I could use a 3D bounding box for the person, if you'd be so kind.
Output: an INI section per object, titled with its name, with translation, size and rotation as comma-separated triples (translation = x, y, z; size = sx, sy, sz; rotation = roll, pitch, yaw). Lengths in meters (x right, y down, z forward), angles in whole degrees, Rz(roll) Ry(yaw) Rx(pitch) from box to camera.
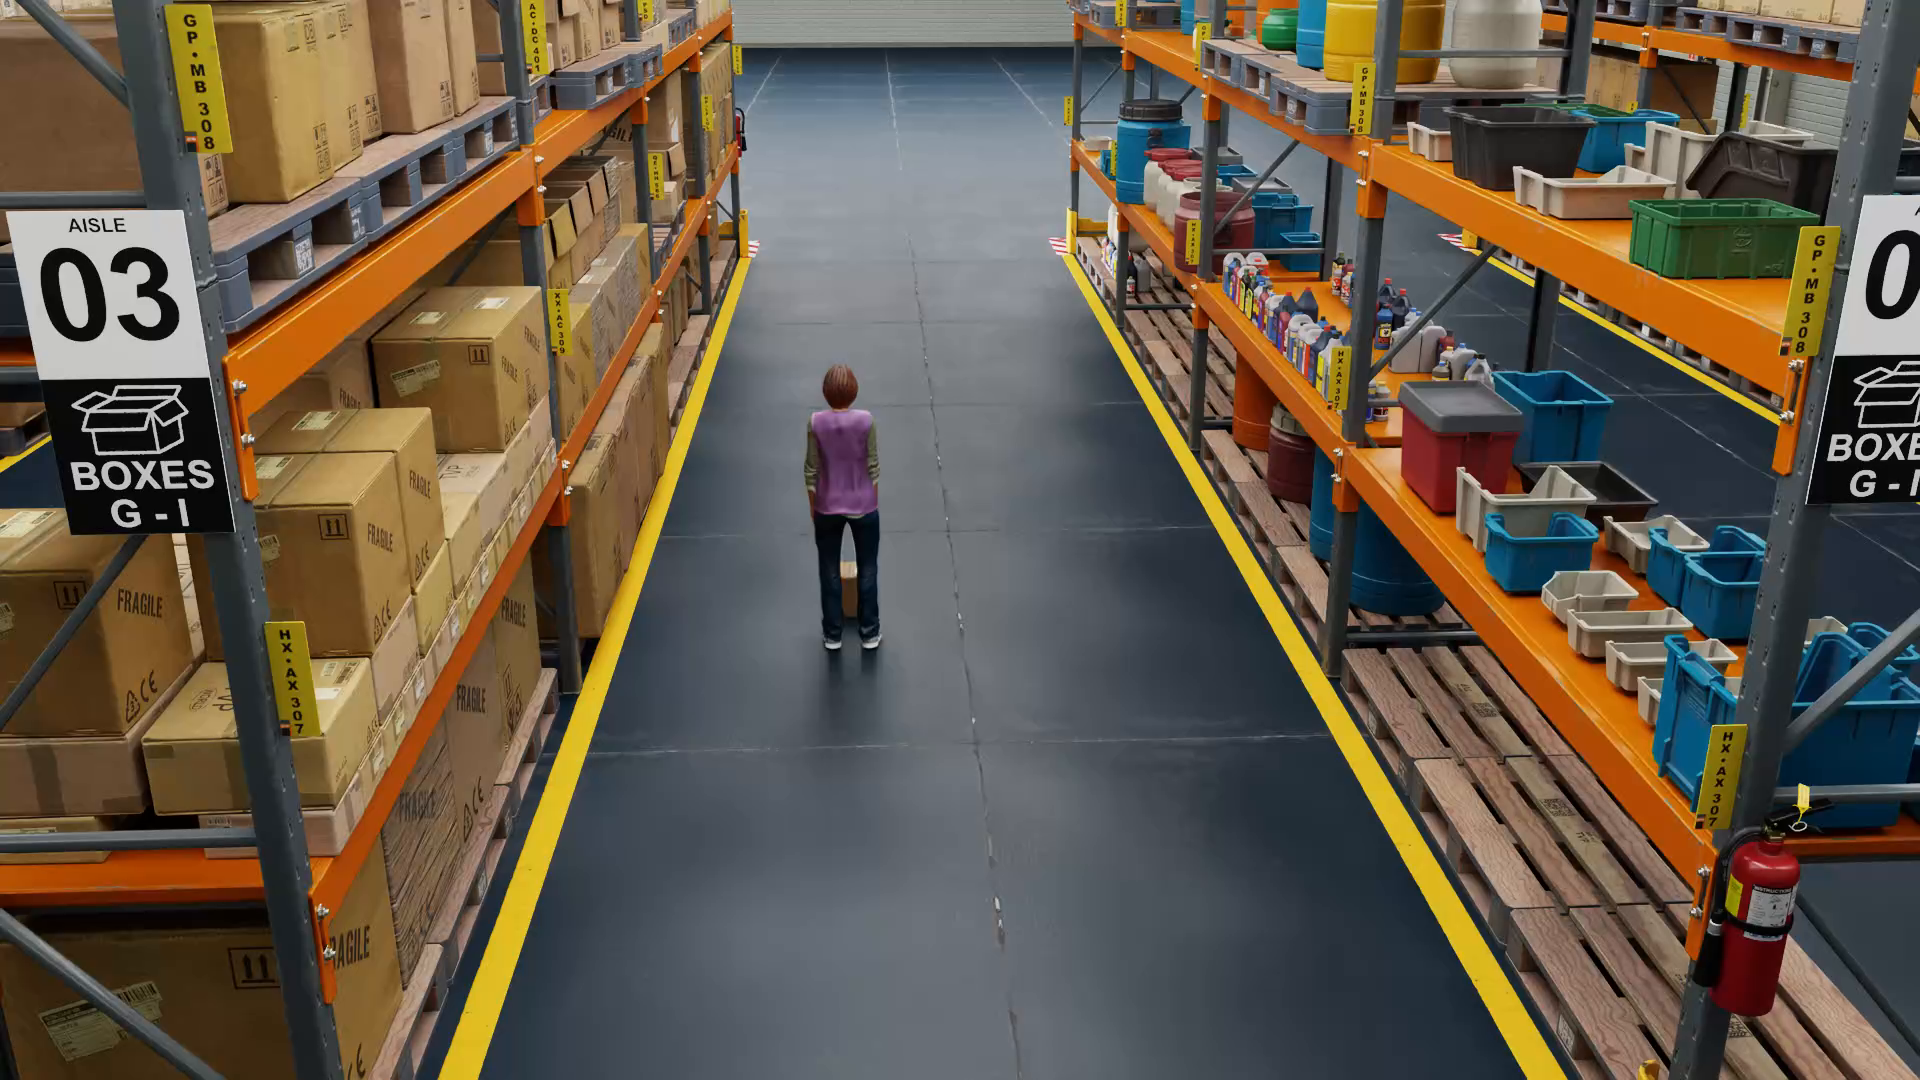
[person]
translation = -0.639, -0.162, 9.039
size = 0.409, 1.592, 0.301
rotation = -1, 21, -2
